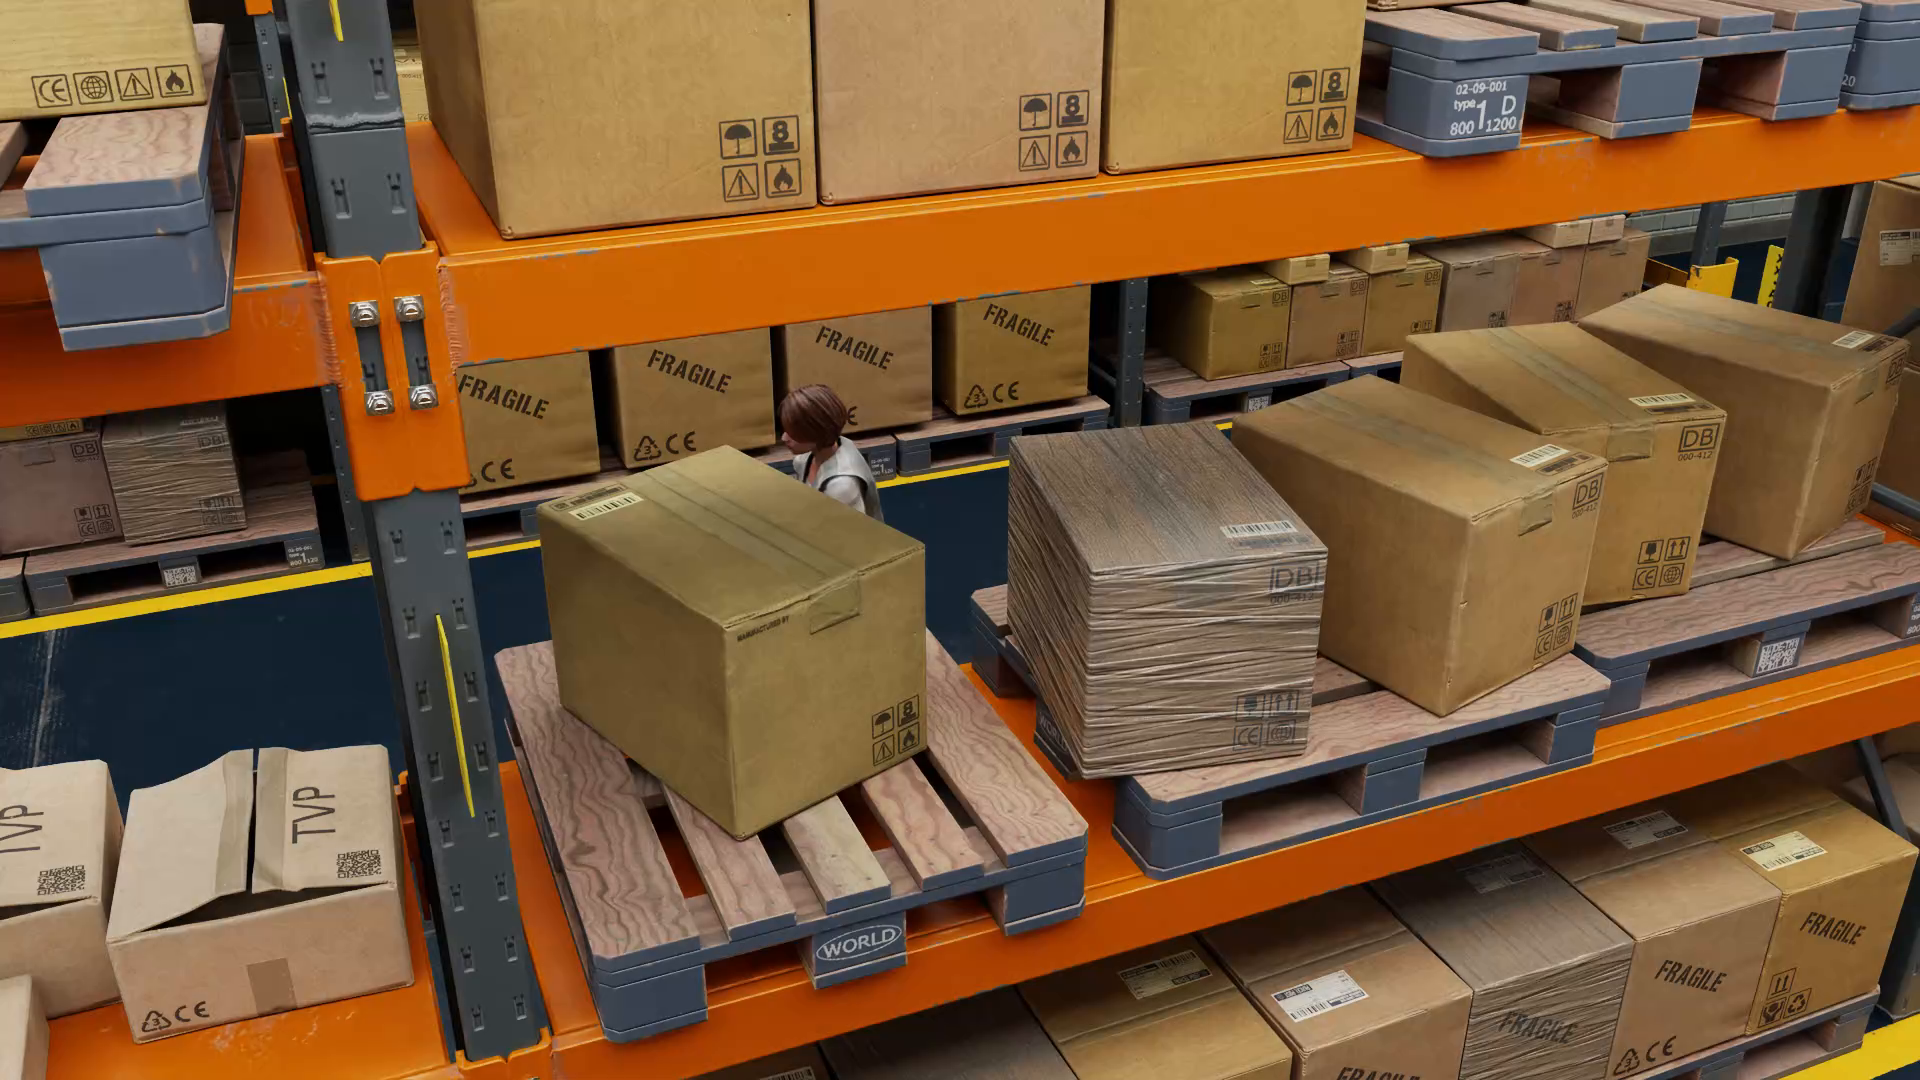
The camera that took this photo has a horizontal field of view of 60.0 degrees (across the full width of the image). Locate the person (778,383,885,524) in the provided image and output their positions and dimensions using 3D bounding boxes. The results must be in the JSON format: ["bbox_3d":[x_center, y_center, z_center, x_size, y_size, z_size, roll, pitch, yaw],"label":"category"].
[{"bbox_3d":[-0.429,0.199,5.724,0.345,1.593,0.460,-11,28,-21],"label":"person"}]
